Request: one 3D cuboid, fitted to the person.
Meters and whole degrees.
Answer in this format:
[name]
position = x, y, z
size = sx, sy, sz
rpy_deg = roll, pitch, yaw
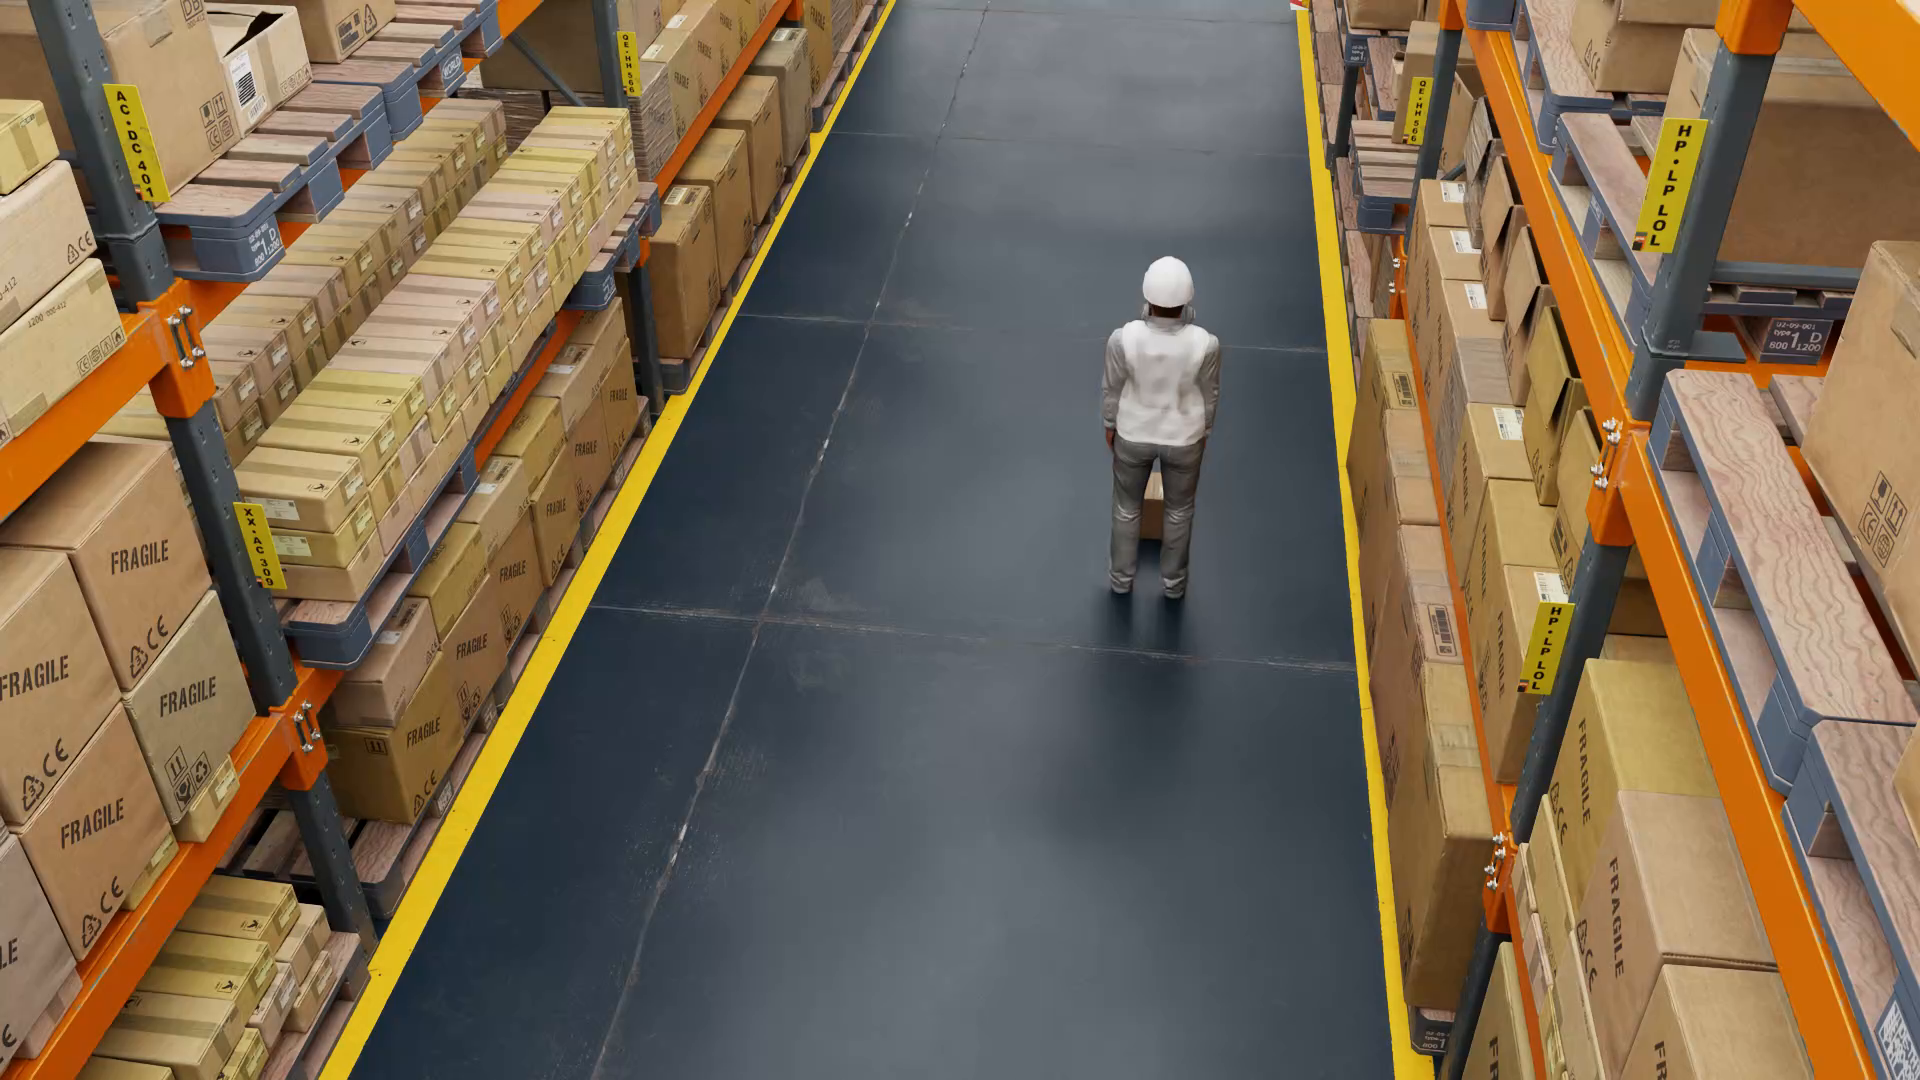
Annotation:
[person]
position = 0.913, -0.510, 7.735
size = 0.530, 1.777, 0.358
rpy_deg = 5, 36, 7
